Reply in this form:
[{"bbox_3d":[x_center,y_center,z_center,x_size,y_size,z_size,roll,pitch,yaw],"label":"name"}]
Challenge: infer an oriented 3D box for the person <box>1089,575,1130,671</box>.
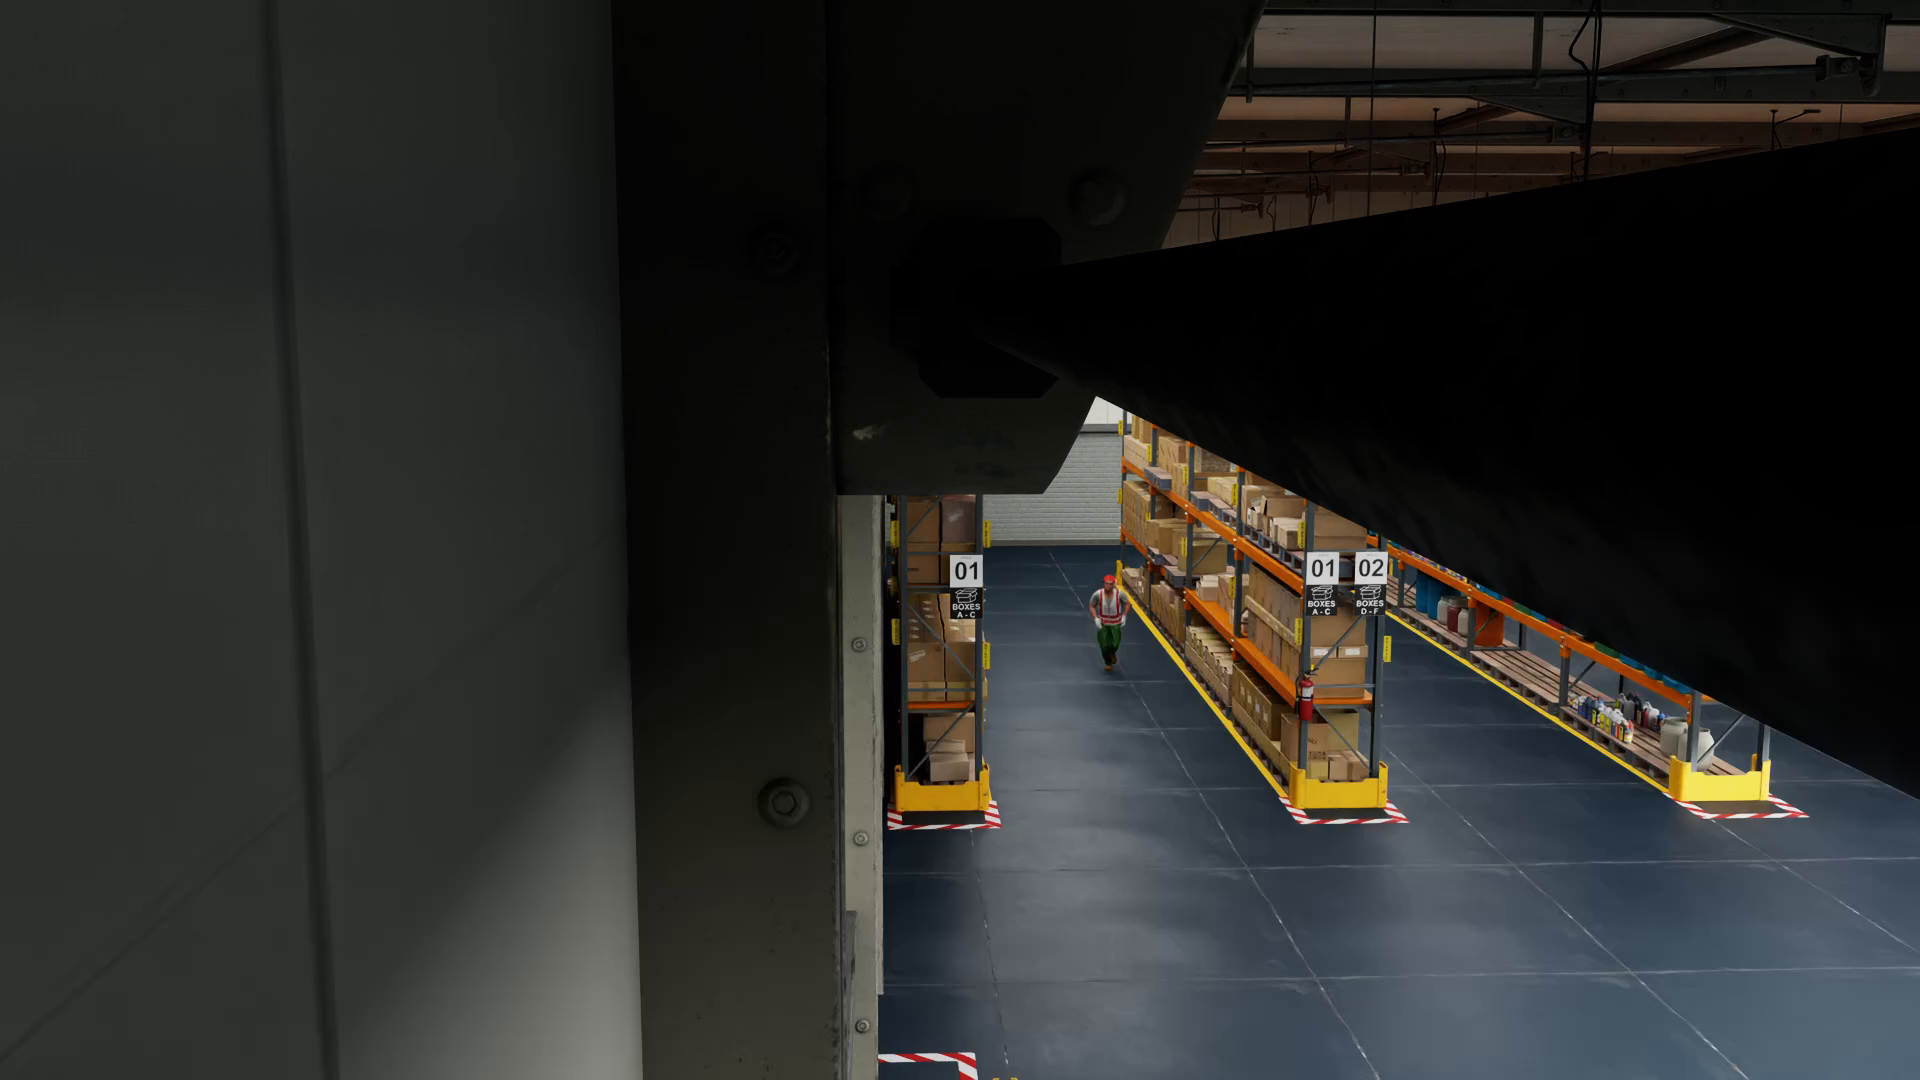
[{"bbox_3d":[2.515,1.391,27.956,0.691,1.688,0.627,1,8,5],"label":"person"}]
